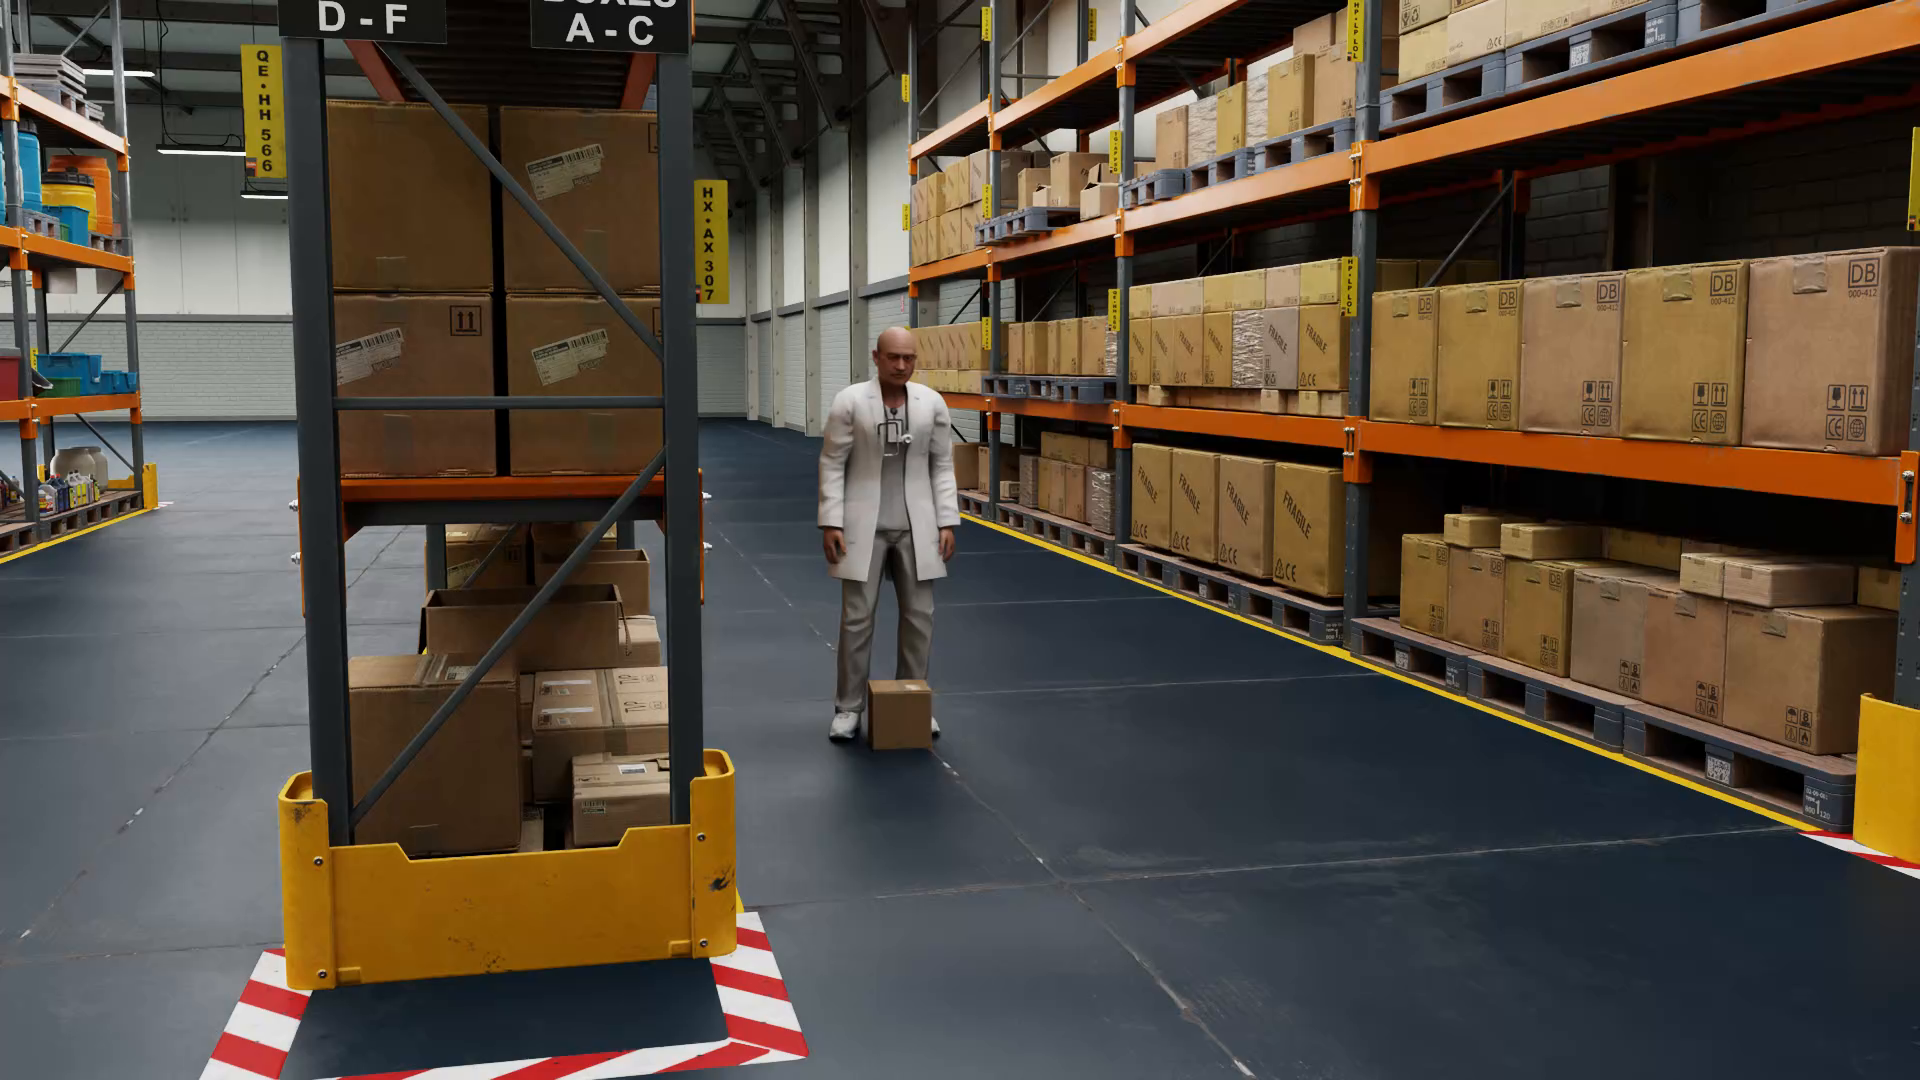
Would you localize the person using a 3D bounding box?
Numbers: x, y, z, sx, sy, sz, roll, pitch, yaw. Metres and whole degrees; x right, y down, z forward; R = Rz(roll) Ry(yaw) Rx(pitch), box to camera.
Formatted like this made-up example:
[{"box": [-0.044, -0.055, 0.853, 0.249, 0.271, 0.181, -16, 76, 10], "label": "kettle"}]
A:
[{"box": [-0.307, -0.039, 7.266, 0.640, 1.772, 0.428, -1, 6, -13], "label": "person"}]
